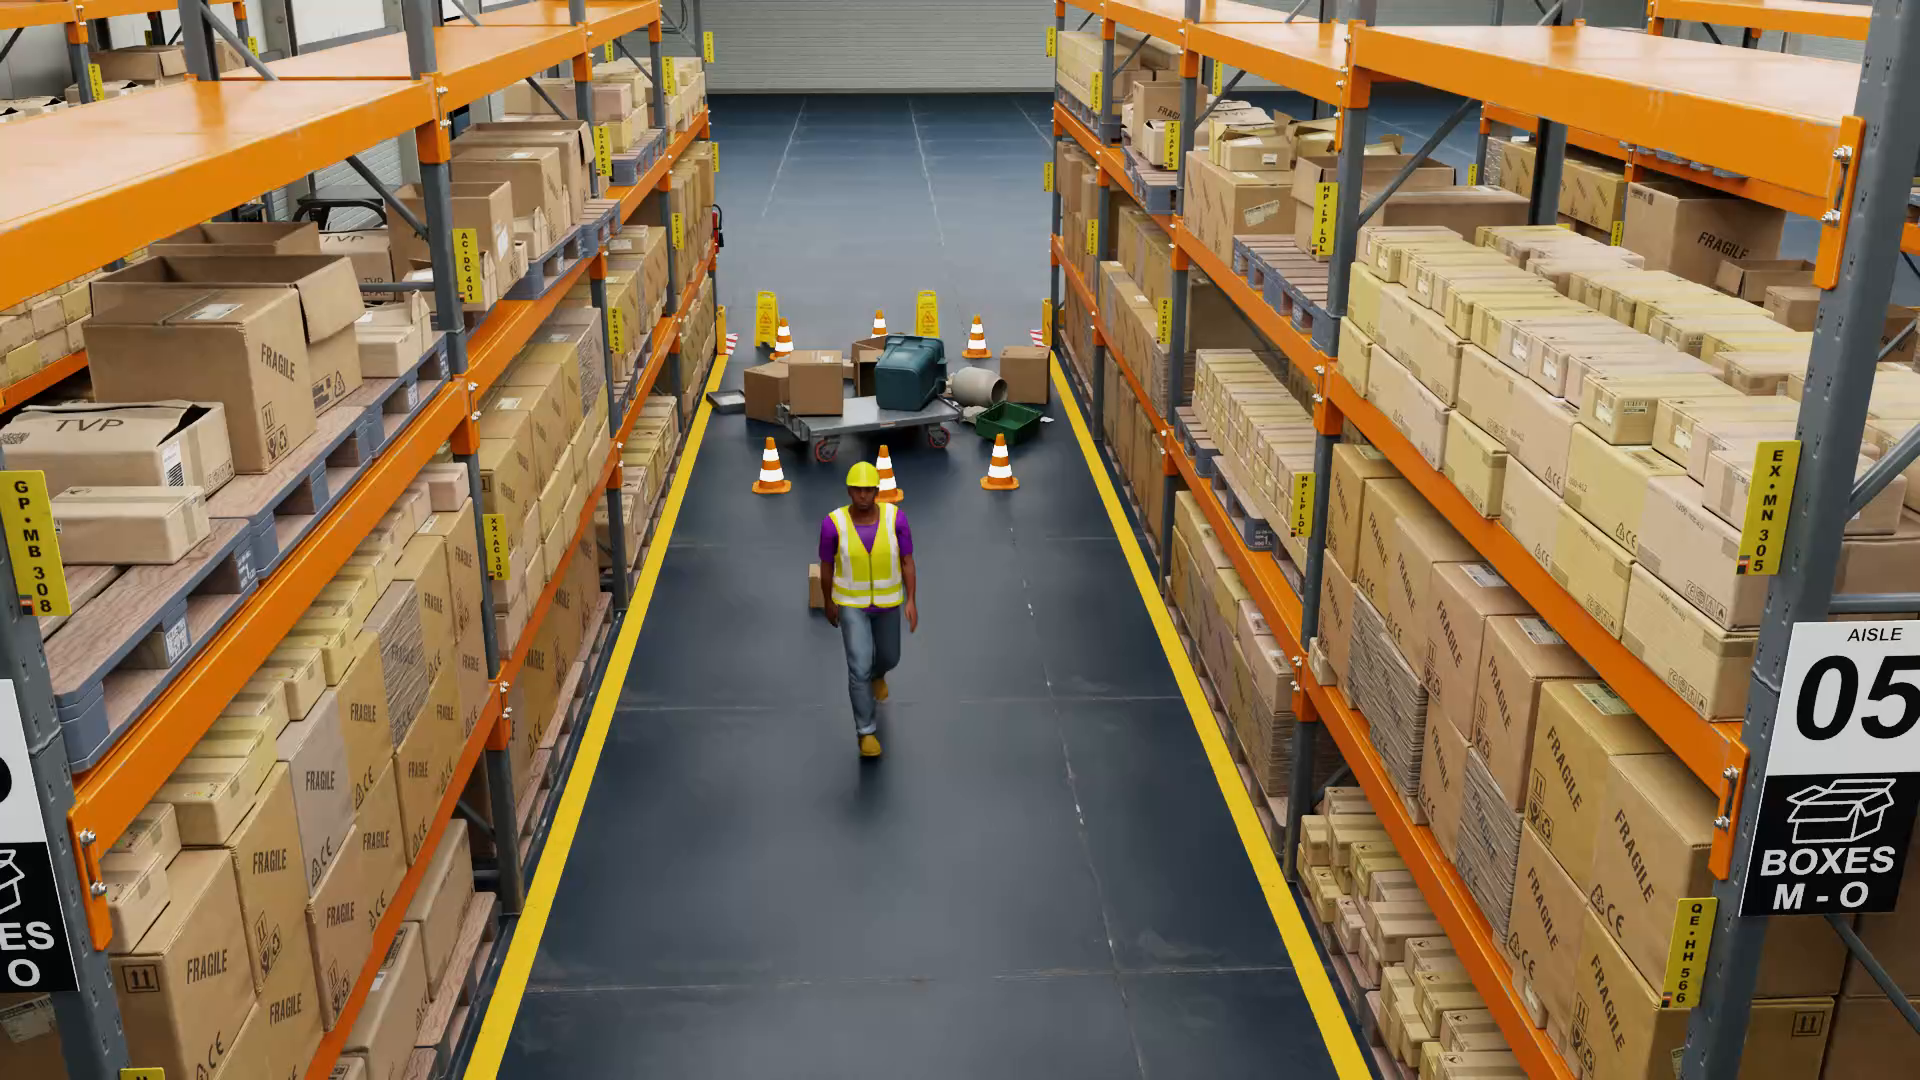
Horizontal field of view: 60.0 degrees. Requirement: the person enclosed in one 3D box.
[{"bbox_3d":[-0.554,0.357,10.057,0.563,1.730,0.964,-5,21,-13],"label":"person"}]
